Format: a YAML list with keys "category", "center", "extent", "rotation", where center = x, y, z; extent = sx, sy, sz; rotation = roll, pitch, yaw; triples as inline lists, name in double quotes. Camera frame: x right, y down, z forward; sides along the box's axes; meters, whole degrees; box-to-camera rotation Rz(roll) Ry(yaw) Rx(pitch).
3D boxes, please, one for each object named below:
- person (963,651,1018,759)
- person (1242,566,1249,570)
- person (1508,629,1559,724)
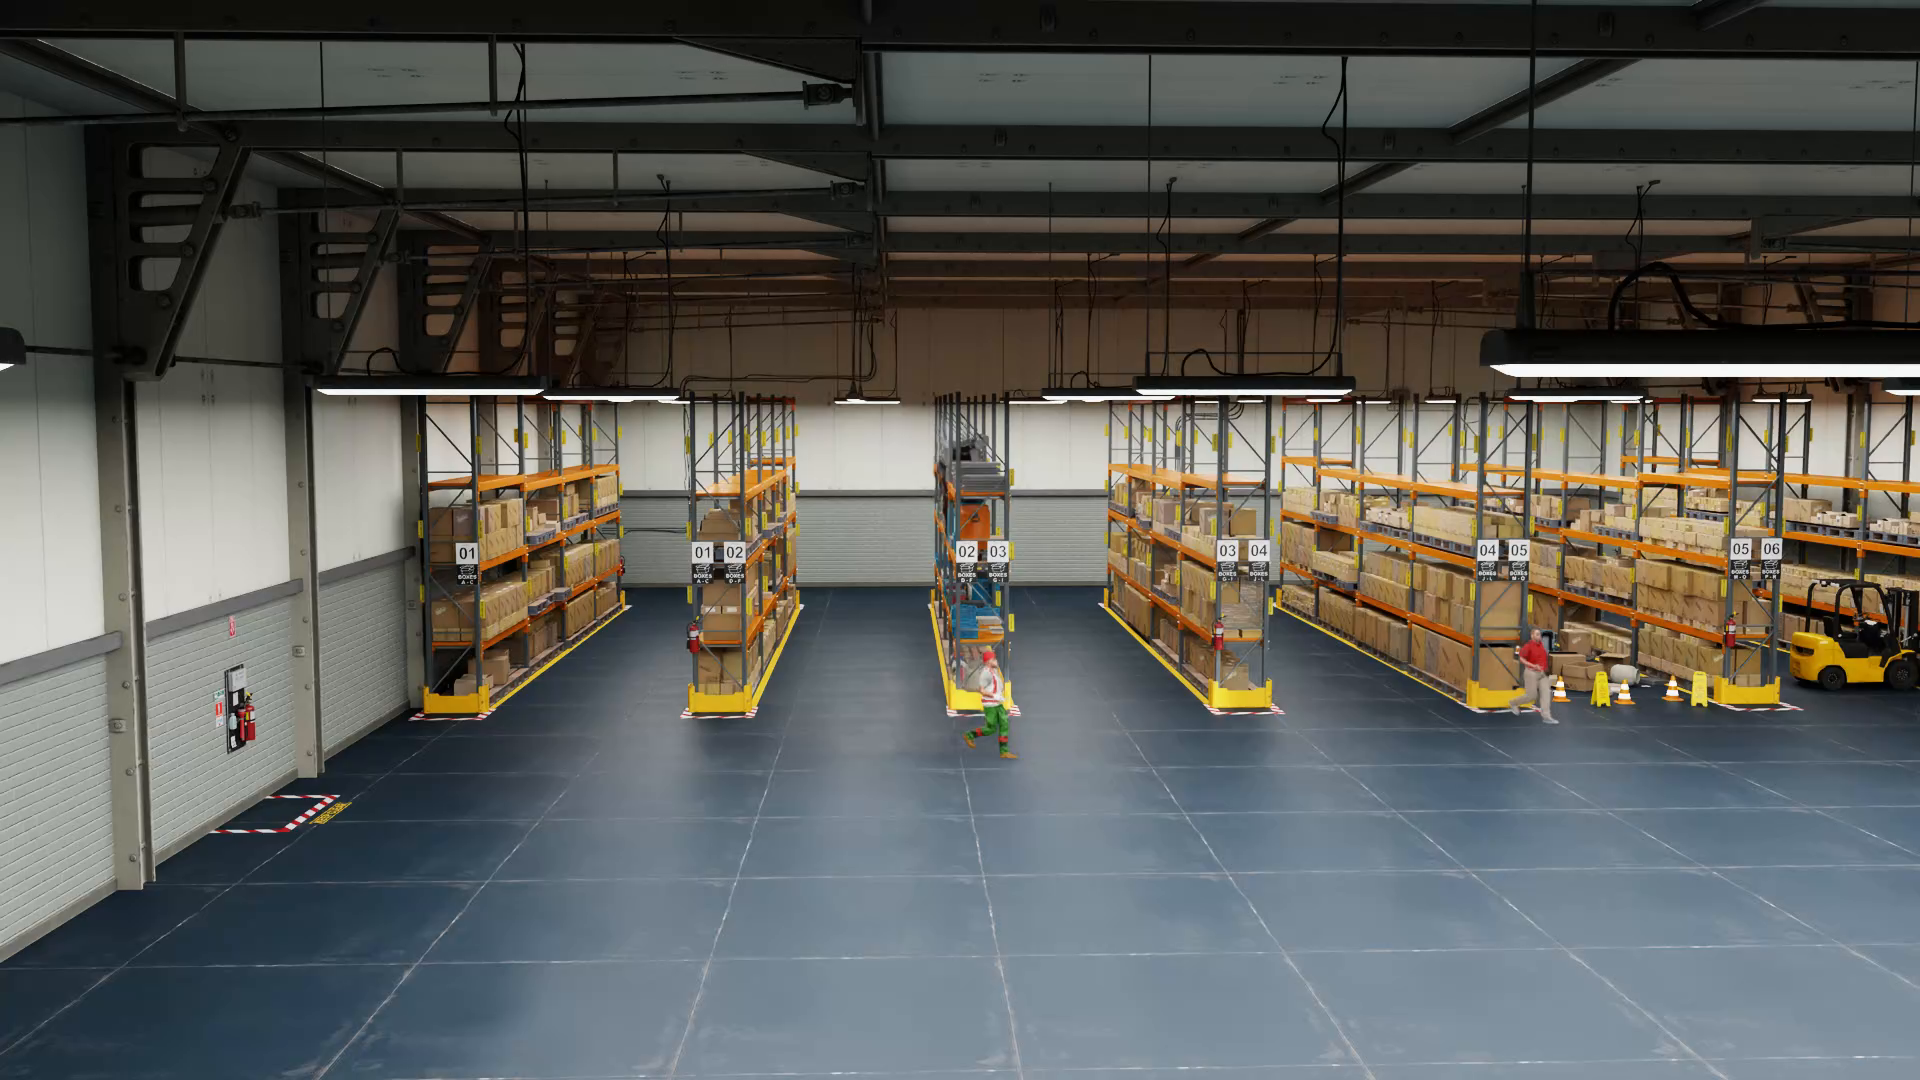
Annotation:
- category: "person"
  center: [0.511, 2.678, 27.094]
  extent: [0.927, 1.757, 0.670]
  rotation: [2, 5, 21]
- category: "person"
  center: [7.974, 1.189, 46.200]
  extent: [0.591, 1.710, 0.841]
  rotation: [0, 5, -3]
- category: "person"
  center: [10.410, 2.447, 30.085]
  extent: [0.679, 1.692, 0.970]
  rotation: [-3, 5, -33]
